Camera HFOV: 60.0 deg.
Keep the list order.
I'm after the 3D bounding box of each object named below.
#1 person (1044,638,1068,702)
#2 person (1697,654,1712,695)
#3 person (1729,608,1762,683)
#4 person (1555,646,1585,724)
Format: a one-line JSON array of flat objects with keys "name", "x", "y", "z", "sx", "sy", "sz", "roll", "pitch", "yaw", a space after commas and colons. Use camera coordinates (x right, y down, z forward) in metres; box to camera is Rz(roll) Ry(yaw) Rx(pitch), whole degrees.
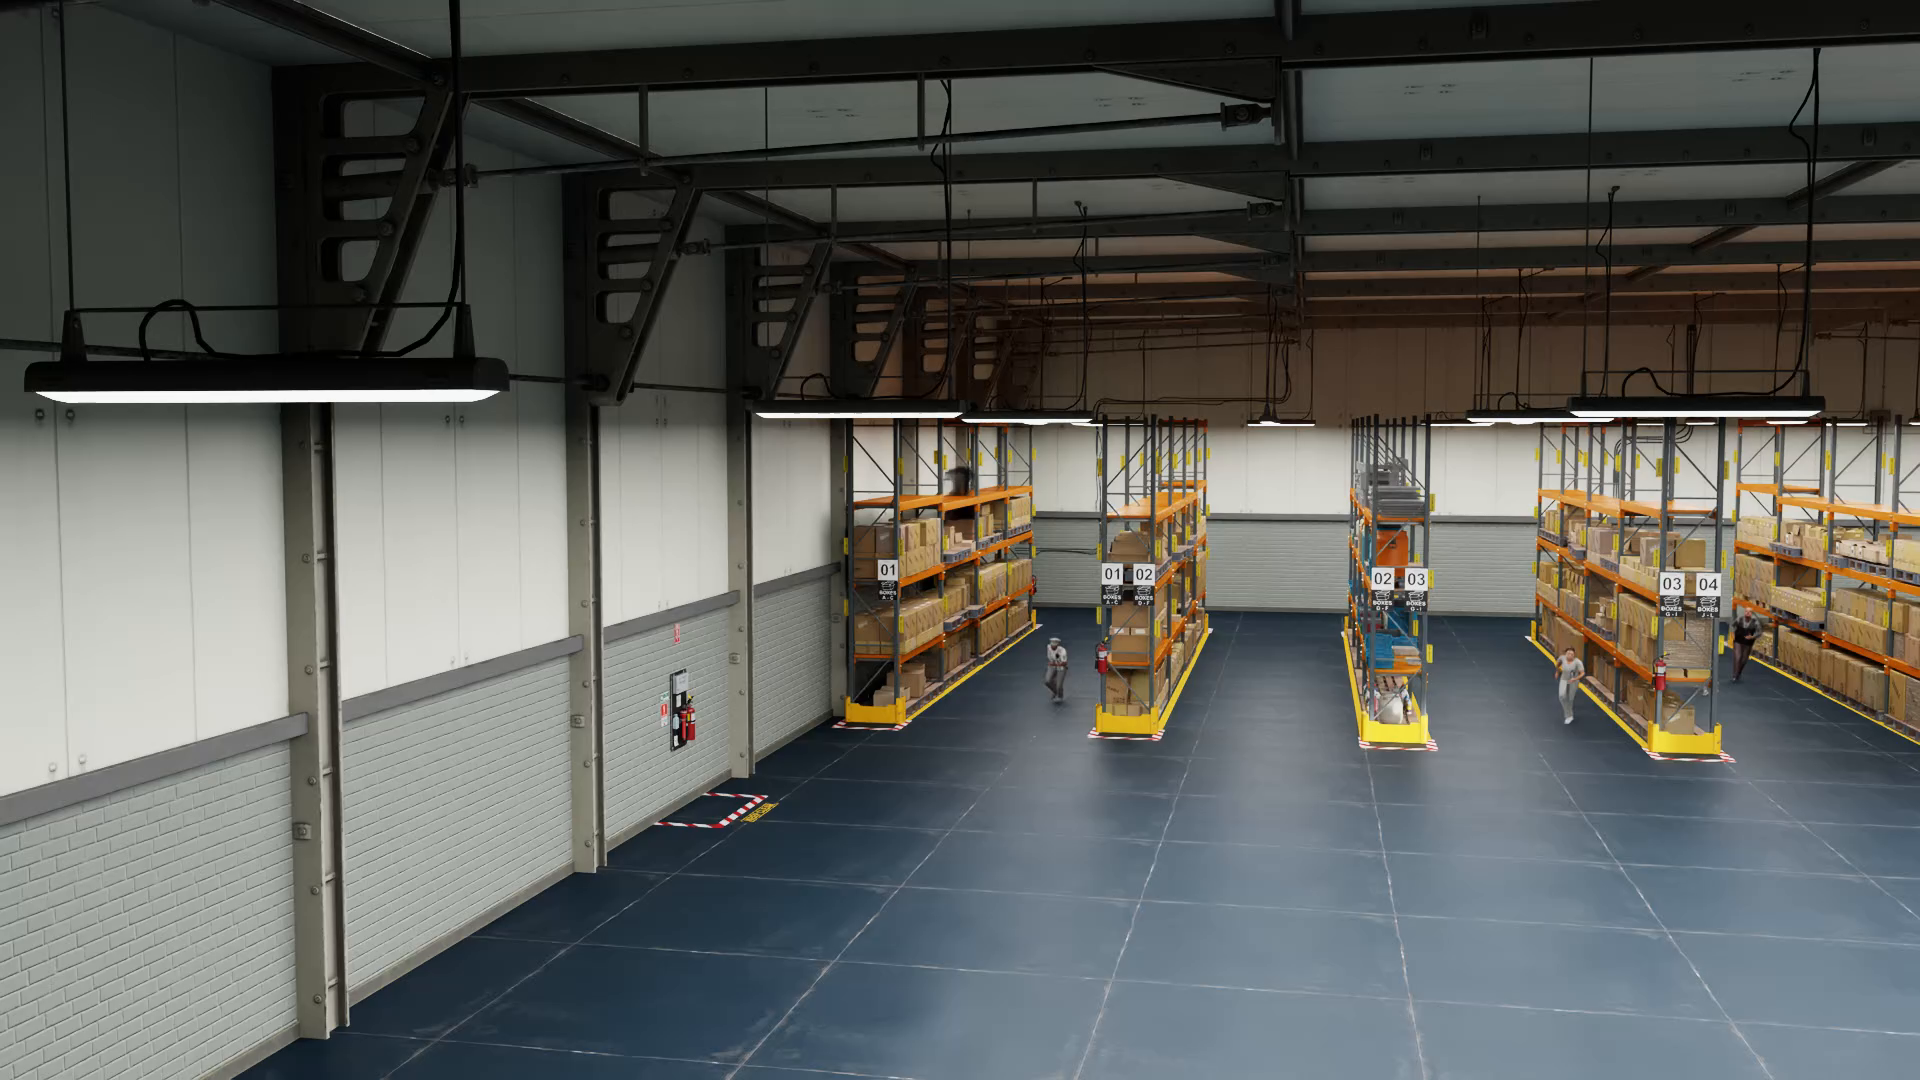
[{"name": "person", "x": 1.999, "y": 2.704, "z": 34.573, "sx": 0.595, "sy": 1.413, "sz": 0.973, "roll": 2, "pitch": 4, "yaw": 26}, {"name": "person", "x": 16.100, "y": 2.628, "z": 35.924, "sx": 0.532, "sy": 1.417, "sz": 0.933, "roll": 1, "pitch": 4, "yaw": 19}, {"name": "person", "x": 17.870, "y": 2.378, "z": 37.839, "sx": 0.693, "sy": 1.704, "sz": 0.819, "roll": 2, "pitch": 4, "yaw": 27}, {"name": "person", "x": 11.937, "y": 2.783, "z": 32.527, "sx": 0.571, "sy": 1.513, "sz": 1.027, "roll": 2, "pitch": 4, "yaw": 25}]
